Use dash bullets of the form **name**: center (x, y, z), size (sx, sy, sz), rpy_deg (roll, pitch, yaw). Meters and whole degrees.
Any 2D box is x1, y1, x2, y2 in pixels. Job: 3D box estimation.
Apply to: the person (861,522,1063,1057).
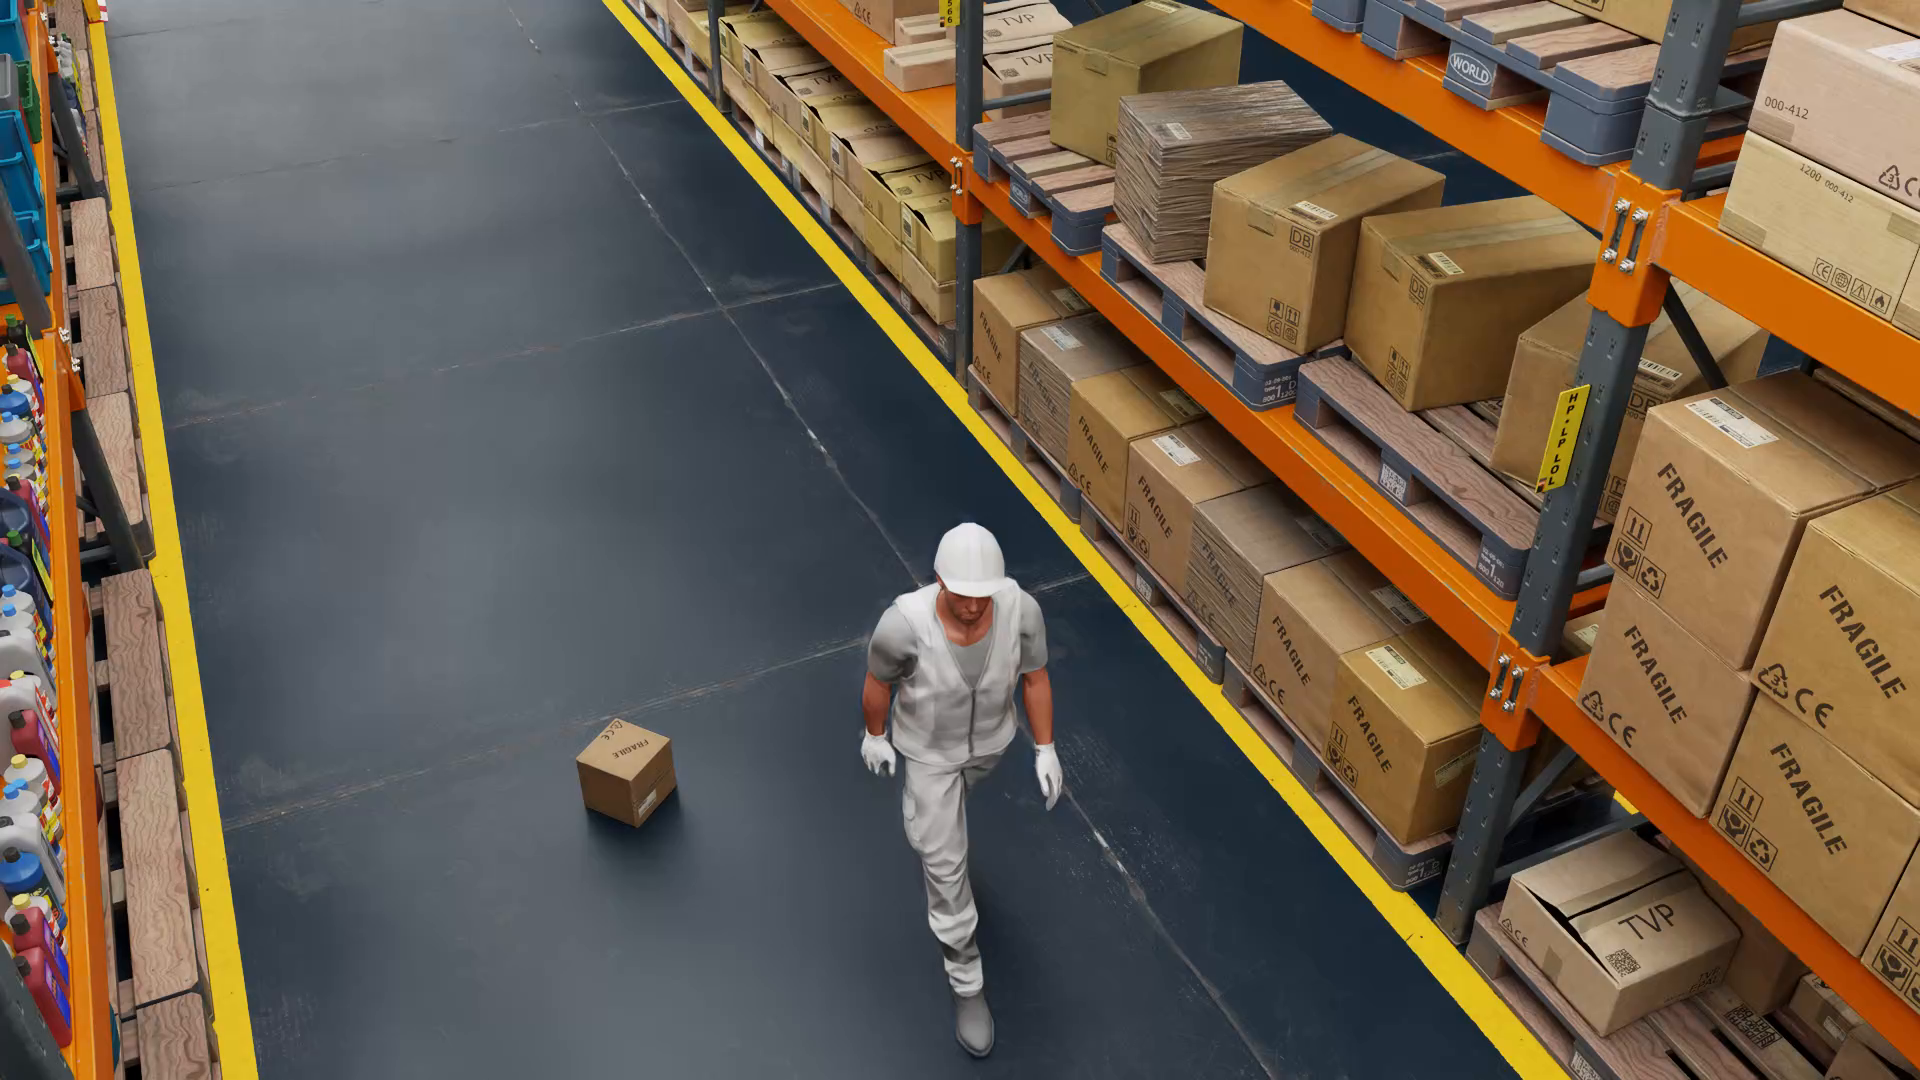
- **person**: center (0.008, 0.656, 5.246), size (0.559, 1.745, 1.010), rpy_deg (-15, 39, -19)
